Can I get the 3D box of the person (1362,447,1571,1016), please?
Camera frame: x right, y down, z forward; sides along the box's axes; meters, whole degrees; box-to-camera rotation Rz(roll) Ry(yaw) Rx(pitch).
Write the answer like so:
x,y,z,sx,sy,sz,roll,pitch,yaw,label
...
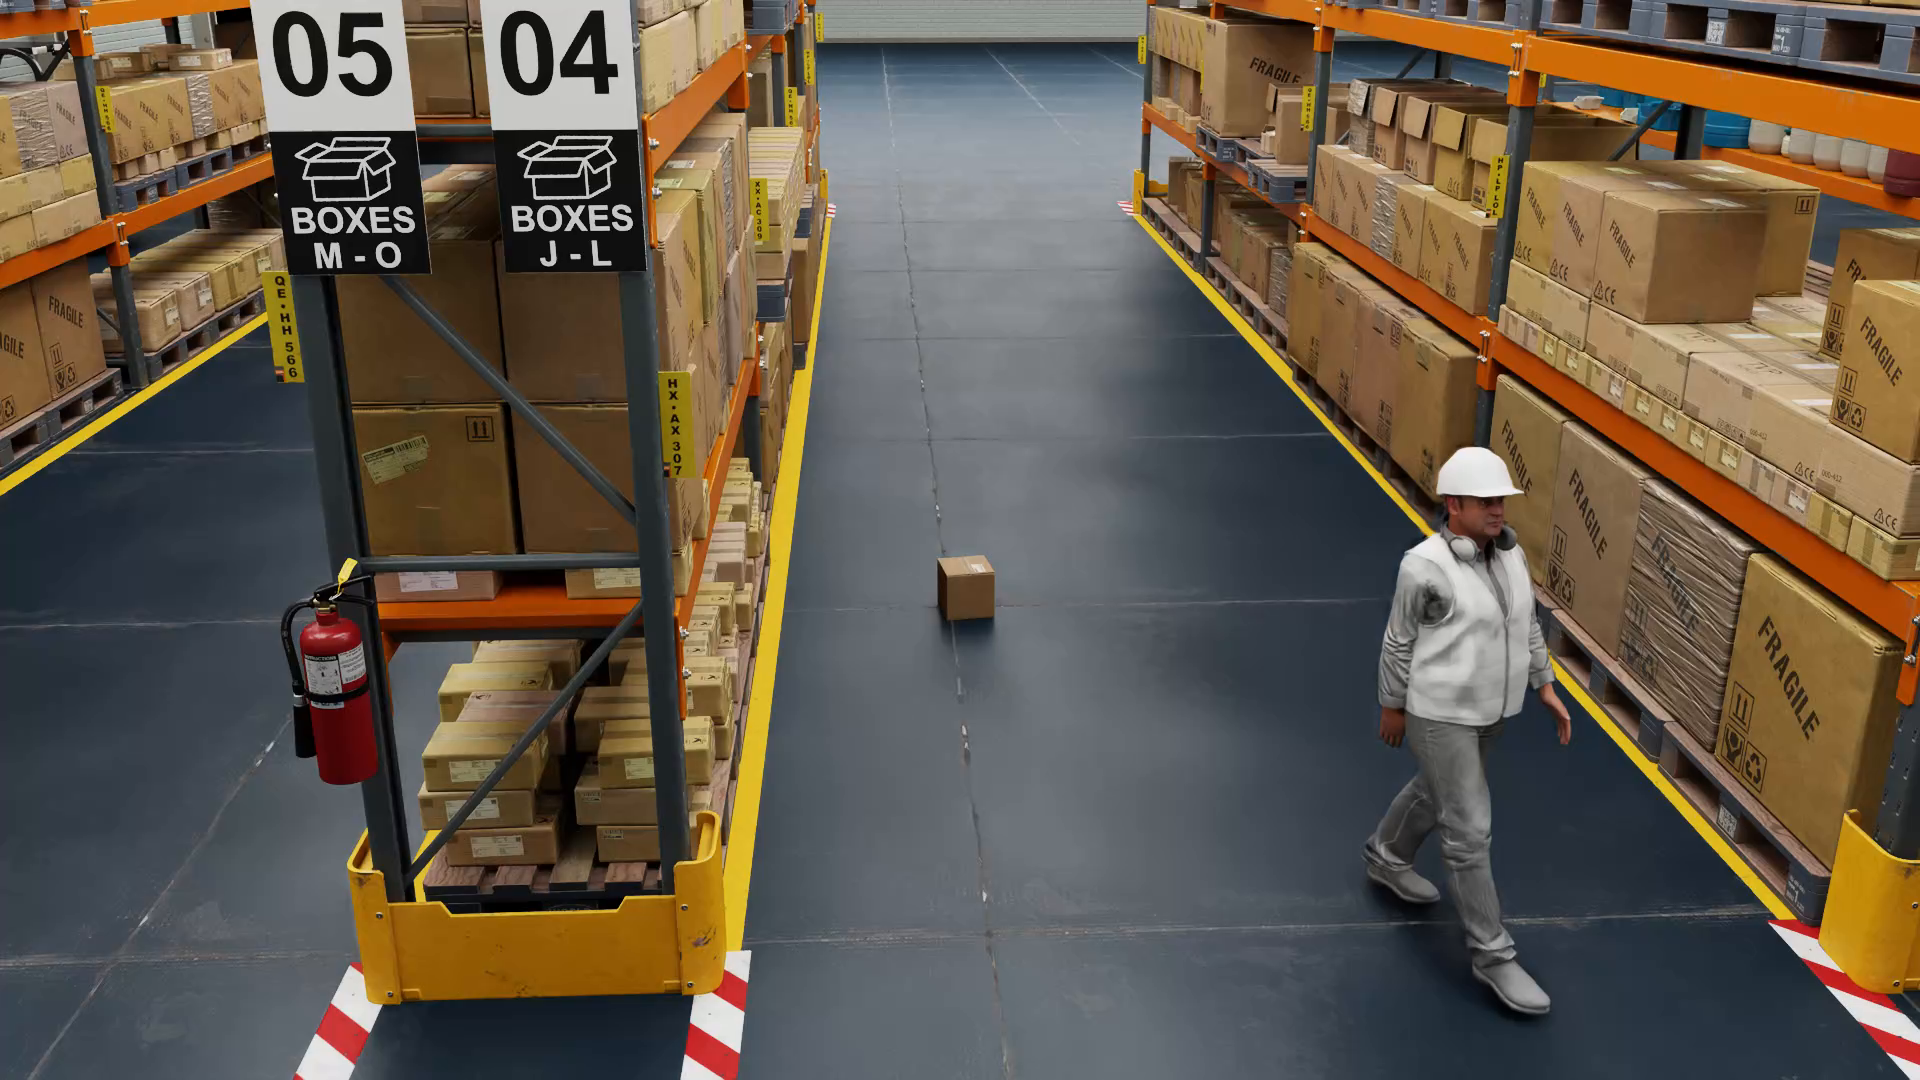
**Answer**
x,y,z,sx,sy,sz,roll,pitch,yaw,label
1.743,0.561,5.481,0.551,1.724,0.952,-13,24,-32,person
